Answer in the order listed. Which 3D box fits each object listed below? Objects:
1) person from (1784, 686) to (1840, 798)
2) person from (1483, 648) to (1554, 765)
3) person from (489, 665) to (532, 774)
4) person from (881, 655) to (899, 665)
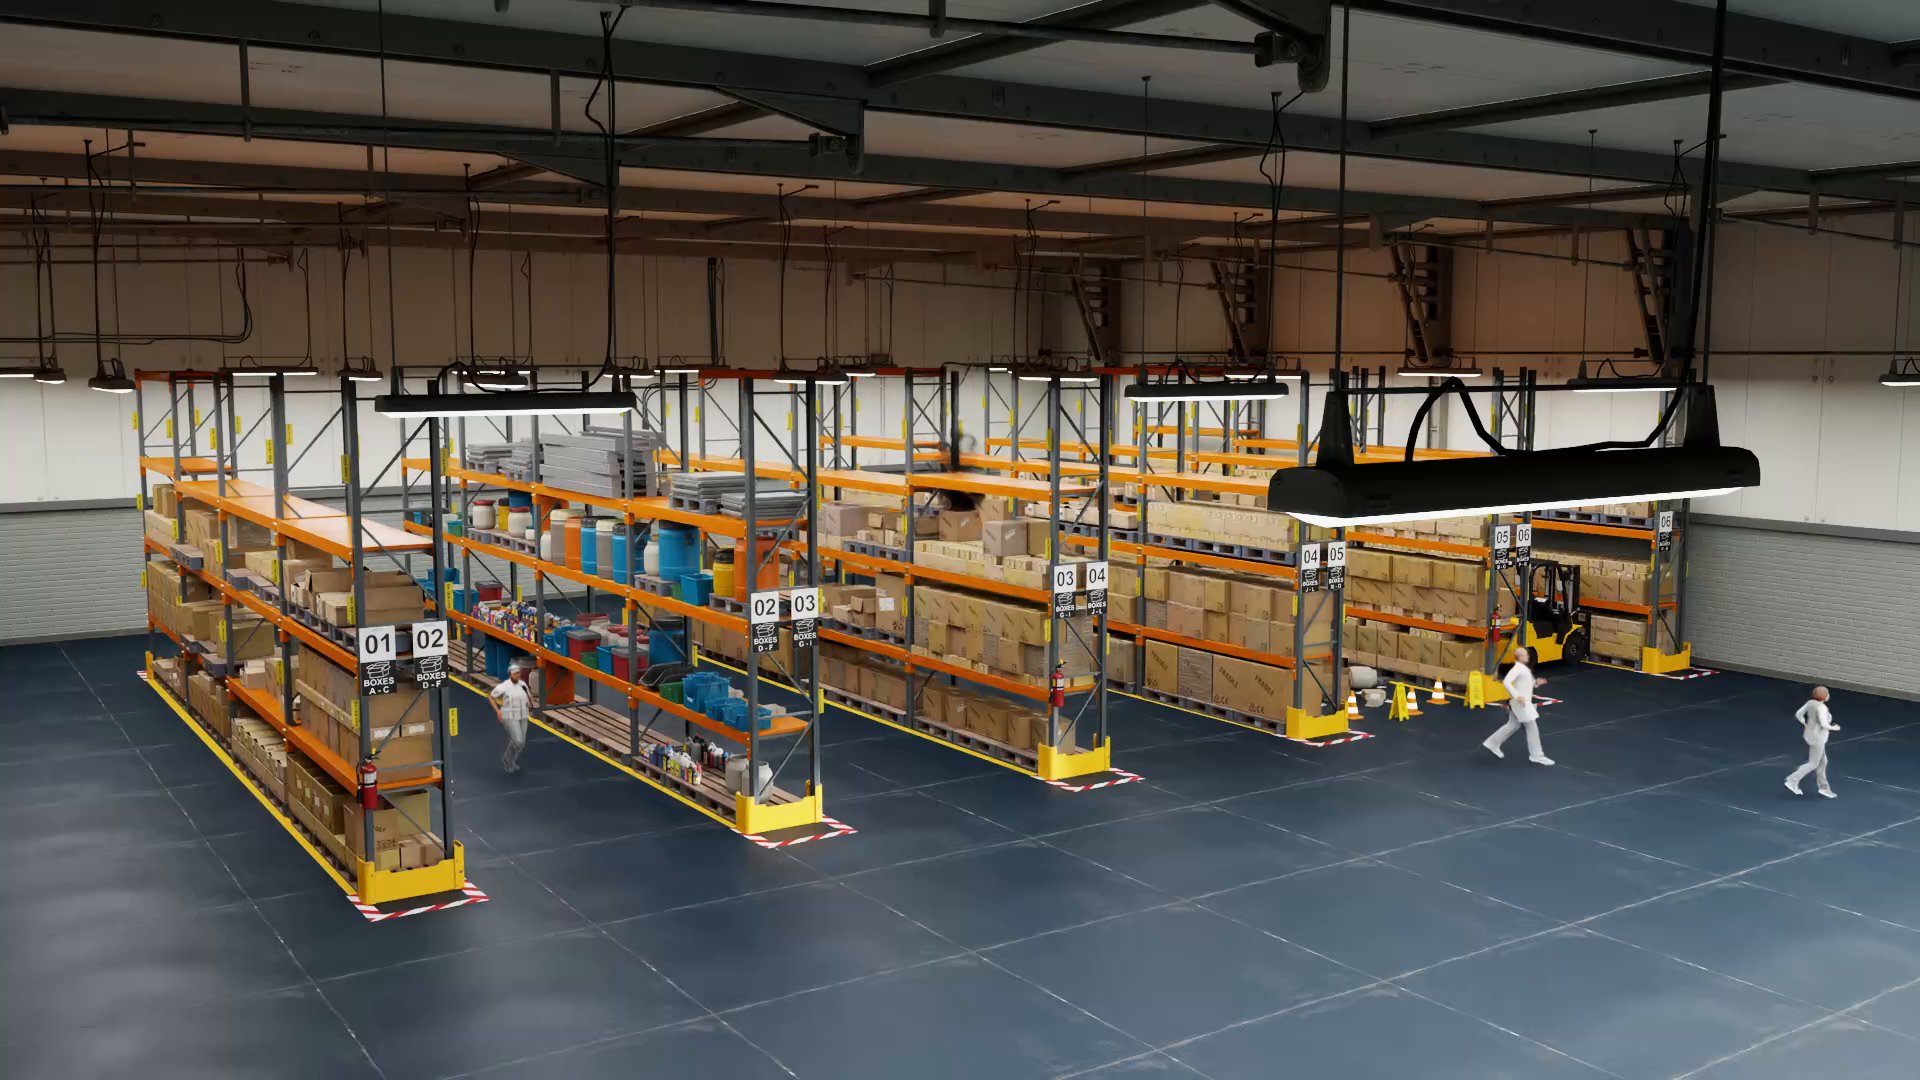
[{"bbox_3d":[12.121,2.873,23.625,0.776,1.624,0.562,0,6,4],"label":"person"},{"bbox_3d":[8.614,2.535,25.567,1.049,1.775,0.697,2,7,14],"label":"person"},{"bbox_3d":[-6.664,2.695,24.975,0.606,1.644,0.582,5,8,39],"label":"person"},{"bbox_3d":[-1.313,1.730,32.765,0.694,1.765,0.969,-5,8,-38],"label":"person"}]
